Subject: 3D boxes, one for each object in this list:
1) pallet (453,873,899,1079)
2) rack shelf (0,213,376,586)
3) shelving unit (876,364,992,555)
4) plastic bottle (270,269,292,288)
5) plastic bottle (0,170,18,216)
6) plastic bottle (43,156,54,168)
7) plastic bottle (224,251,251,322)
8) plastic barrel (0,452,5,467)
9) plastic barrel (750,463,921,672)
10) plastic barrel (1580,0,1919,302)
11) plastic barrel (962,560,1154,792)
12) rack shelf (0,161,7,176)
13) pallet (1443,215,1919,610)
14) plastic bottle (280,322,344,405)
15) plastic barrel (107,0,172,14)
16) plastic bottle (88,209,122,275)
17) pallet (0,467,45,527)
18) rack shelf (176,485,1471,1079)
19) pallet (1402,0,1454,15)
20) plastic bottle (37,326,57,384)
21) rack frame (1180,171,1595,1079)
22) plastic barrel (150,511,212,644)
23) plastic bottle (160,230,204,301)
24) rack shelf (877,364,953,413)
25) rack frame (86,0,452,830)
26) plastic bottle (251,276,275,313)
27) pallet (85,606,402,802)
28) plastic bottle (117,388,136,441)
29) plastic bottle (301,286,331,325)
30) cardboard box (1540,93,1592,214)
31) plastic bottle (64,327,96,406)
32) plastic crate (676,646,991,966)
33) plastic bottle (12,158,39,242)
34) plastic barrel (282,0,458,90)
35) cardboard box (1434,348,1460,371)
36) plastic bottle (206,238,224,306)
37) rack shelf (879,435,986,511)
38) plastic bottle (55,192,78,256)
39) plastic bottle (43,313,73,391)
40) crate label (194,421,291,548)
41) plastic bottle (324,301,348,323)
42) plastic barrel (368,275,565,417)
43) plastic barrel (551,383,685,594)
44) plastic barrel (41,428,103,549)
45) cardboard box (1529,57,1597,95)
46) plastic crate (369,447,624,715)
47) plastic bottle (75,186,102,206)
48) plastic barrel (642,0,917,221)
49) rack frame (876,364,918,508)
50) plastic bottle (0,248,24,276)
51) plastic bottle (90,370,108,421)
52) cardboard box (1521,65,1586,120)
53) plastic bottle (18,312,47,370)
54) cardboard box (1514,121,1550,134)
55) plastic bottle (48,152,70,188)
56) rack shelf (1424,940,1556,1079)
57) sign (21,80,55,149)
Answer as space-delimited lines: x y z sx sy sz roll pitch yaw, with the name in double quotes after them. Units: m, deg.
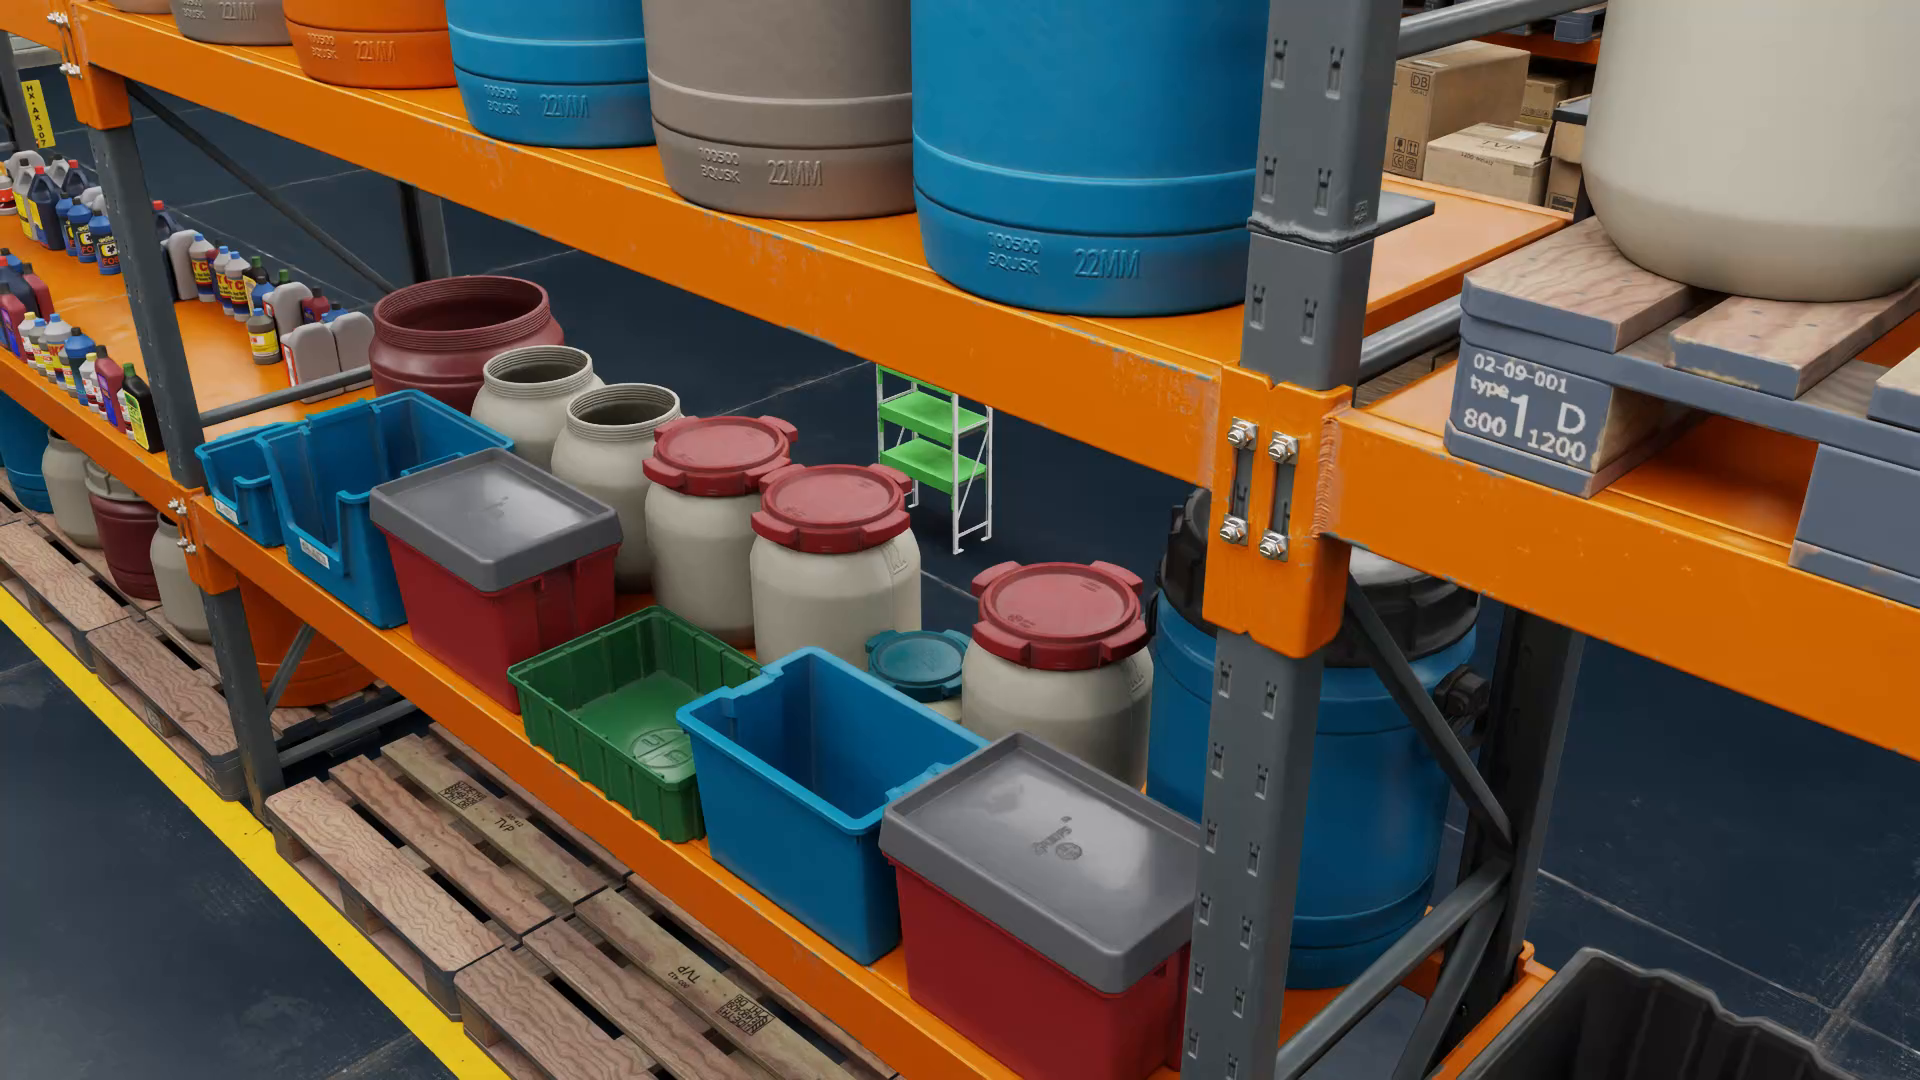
-0.718 1.400 4.861 1.213 0.211 1.003 25 36 38 "pallet"
-3.535 -0.832 6.883 4.000 0.370 1.077 25 36 38 "rack shelf"
-0.118 -0.585 7.573 0.503 1.200 0.258 25 36 38 "shelving unit"
-2.585 -0.905 6.373 0.133 0.283 0.061 25 36 38 "plastic bottle"
-4.528 -1.647 7.872 0.097 0.201 0.097 0 28 0 "plastic bottle"
-4.257 -1.670 7.828 0.133 0.283 0.061 25 36 38 "plastic bottle"
-2.844 -1.006 6.579 0.097 0.271 0.097 0 28 0 "plastic bottle"
-4.585 -0.877 7.999 0.708 0.901 0.600 25 36 38 "plastic barrel"
-0.308 0.122 4.148 0.433 0.535 0.433 0 28 0 "plastic barrel"
0.912 -0.550 1.779 0.421 0.512 0.421 0 28 0 "plastic barrel"
0.215 0.362 3.693 0.433 0.535 0.433 0 28 0 "plastic barrel"
-6.388 -2.138 9.365 4.000 0.370 1.077 25 36 38 "rack shelf"
1.326 -0.234 1.952 1.003 0.211 1.213 25 36 38 "pallet"
-2.298 -0.641 5.880 0.135 0.276 0.152 25 36 38 "plastic bottle"
-2.102 -1.672 4.364 0.421 0.512 0.421 0 28 0 "plastic barrel"
-3.646 -1.274 7.089 0.097 0.271 0.097 0 28 0 "plastic bottle"
-4.440 -0.304 8.100 1.213 0.211 1.003 25 36 38 "pallet"
-0.683 0.473 4.401 4.000 0.370 1.077 25 36 38 "rack shelf"
3.473 -4.302 12.915 1.213 0.211 1.003 25 36 38 "pallet"
-3.278 -0.679 6.031 0.097 0.201 0.097 0 28 0 "plastic bottle"
0.743 0.807 2.992 0.127 3.000 1.000 25 36 38 "rack frame"
-2.935 0.109 6.543 0.421 0.512 0.421 0 28 0 "plastic barrel"
-3.180 -1.144 6.836 0.135 0.276 0.152 25 36 38 "plastic bottle"
-0.118 -0.741 7.492 0.480 0.148 0.258 25 36 38 "rack shelf"
-2.109 -0.498 5.474 0.127 3.000 1.000 25 36 38 "rack frame"
-2.627 -0.867 6.315 0.097 0.271 0.097 0 28 0 "plastic bottle"
-2.701 0.493 6.586 1.213 0.211 1.003 25 36 38 "pallet"
-2.766 -0.444 5.586 0.097 0.201 0.097 0 28 0 "plastic bottle"
-2.393 -0.817 6.207 0.133 0.283 0.061 25 36 38 "plastic bottle"
2.915 -1.603 7.014 0.797 0.503 0.637 -21 34 -34 "cardboard box"
-3.070 -0.614 5.833 0.097 0.271 0.097 0 28 0 "plastic bottle"
-0.262 0.557 3.484 0.575 0.384 0.392 25 36 38 "plastic crate"
-4.178 -1.542 7.513 0.185 0.351 0.144 25 36 38 "plastic bottle"
-1.209 -1.463 3.624 0.708 0.830 0.600 25 36 38 "plastic barrel"
2.669 -0.659 7.993 0.700 0.500 0.500 -22 35 -35 "cardboard box"
-2.983 -1.087 6.720 0.133 0.283 0.061 25 36 38 "plastic bottle"
-0.118 -0.316 7.715 0.480 0.148 0.258 25 36 38 "rack shelf"
-3.908 -1.394 7.316 0.097 0.271 0.097 0 28 0 "plastic bottle"
-3.208 -0.678 5.954 0.097 0.271 0.097 0 28 0 "plastic bottle"
-2.072 -0.162 5.015 0.416 0.233 0.303 25 36 38 "crate label"
-2.255 -0.737 6.066 0.097 0.271 0.097 0 28 0 "plastic bottle"
-1.566 -0.508 5.346 0.708 0.536 0.600 25 36 38 "plastic barrel"
-0.925 -0.145 4.684 0.421 0.512 0.421 0 28 0 "plastic barrel"
-3.741 -0.260 7.243 0.421 0.512 0.421 0 28 0 "plastic barrel"
4.591 -3.472 12.558 0.500 0.250 0.500 23 35 36 "cardboard box"
-1.171 0.102 4.264 0.583 0.464 0.402 25 36 38 "plastic crate"
-3.834 -1.443 7.405 0.135 0.276 0.152 25 36 38 "plastic bottle"
-0.238 -1.050 2.762 0.600 0.901 0.600 0 28 0 "plastic barrel"
-0.292 -0.665 7.725 0.015 1.200 0.240 25 36 38 "rack frame"
-3.769 -1.029 6.621 0.097 0.271 0.097 0 28 0 "plastic bottle"
-2.931 -0.520 5.729 0.097 0.201 0.097 0 28 0 "plastic bottle"
4.241 -3.303 12.237 0.500 0.250 0.500 24 36 37 "cardboard box"
-3.417 -0.742 6.152 0.097 0.201 0.097 0 28 0 "plastic bottle"
2.742 -1.814 7.670 0.258 0.266 0.396 23 36 37 "cardboard box"
-4.077 -1.590 7.604 0.185 0.351 0.144 25 36 38 "plastic bottle"
2.169 1.778 1.919 4.000 0.370 1.077 25 36 38 "rack shelf"
-4.574 -2.108 8.238 0.005 0.325 0.100 25 36 38 "sign"
